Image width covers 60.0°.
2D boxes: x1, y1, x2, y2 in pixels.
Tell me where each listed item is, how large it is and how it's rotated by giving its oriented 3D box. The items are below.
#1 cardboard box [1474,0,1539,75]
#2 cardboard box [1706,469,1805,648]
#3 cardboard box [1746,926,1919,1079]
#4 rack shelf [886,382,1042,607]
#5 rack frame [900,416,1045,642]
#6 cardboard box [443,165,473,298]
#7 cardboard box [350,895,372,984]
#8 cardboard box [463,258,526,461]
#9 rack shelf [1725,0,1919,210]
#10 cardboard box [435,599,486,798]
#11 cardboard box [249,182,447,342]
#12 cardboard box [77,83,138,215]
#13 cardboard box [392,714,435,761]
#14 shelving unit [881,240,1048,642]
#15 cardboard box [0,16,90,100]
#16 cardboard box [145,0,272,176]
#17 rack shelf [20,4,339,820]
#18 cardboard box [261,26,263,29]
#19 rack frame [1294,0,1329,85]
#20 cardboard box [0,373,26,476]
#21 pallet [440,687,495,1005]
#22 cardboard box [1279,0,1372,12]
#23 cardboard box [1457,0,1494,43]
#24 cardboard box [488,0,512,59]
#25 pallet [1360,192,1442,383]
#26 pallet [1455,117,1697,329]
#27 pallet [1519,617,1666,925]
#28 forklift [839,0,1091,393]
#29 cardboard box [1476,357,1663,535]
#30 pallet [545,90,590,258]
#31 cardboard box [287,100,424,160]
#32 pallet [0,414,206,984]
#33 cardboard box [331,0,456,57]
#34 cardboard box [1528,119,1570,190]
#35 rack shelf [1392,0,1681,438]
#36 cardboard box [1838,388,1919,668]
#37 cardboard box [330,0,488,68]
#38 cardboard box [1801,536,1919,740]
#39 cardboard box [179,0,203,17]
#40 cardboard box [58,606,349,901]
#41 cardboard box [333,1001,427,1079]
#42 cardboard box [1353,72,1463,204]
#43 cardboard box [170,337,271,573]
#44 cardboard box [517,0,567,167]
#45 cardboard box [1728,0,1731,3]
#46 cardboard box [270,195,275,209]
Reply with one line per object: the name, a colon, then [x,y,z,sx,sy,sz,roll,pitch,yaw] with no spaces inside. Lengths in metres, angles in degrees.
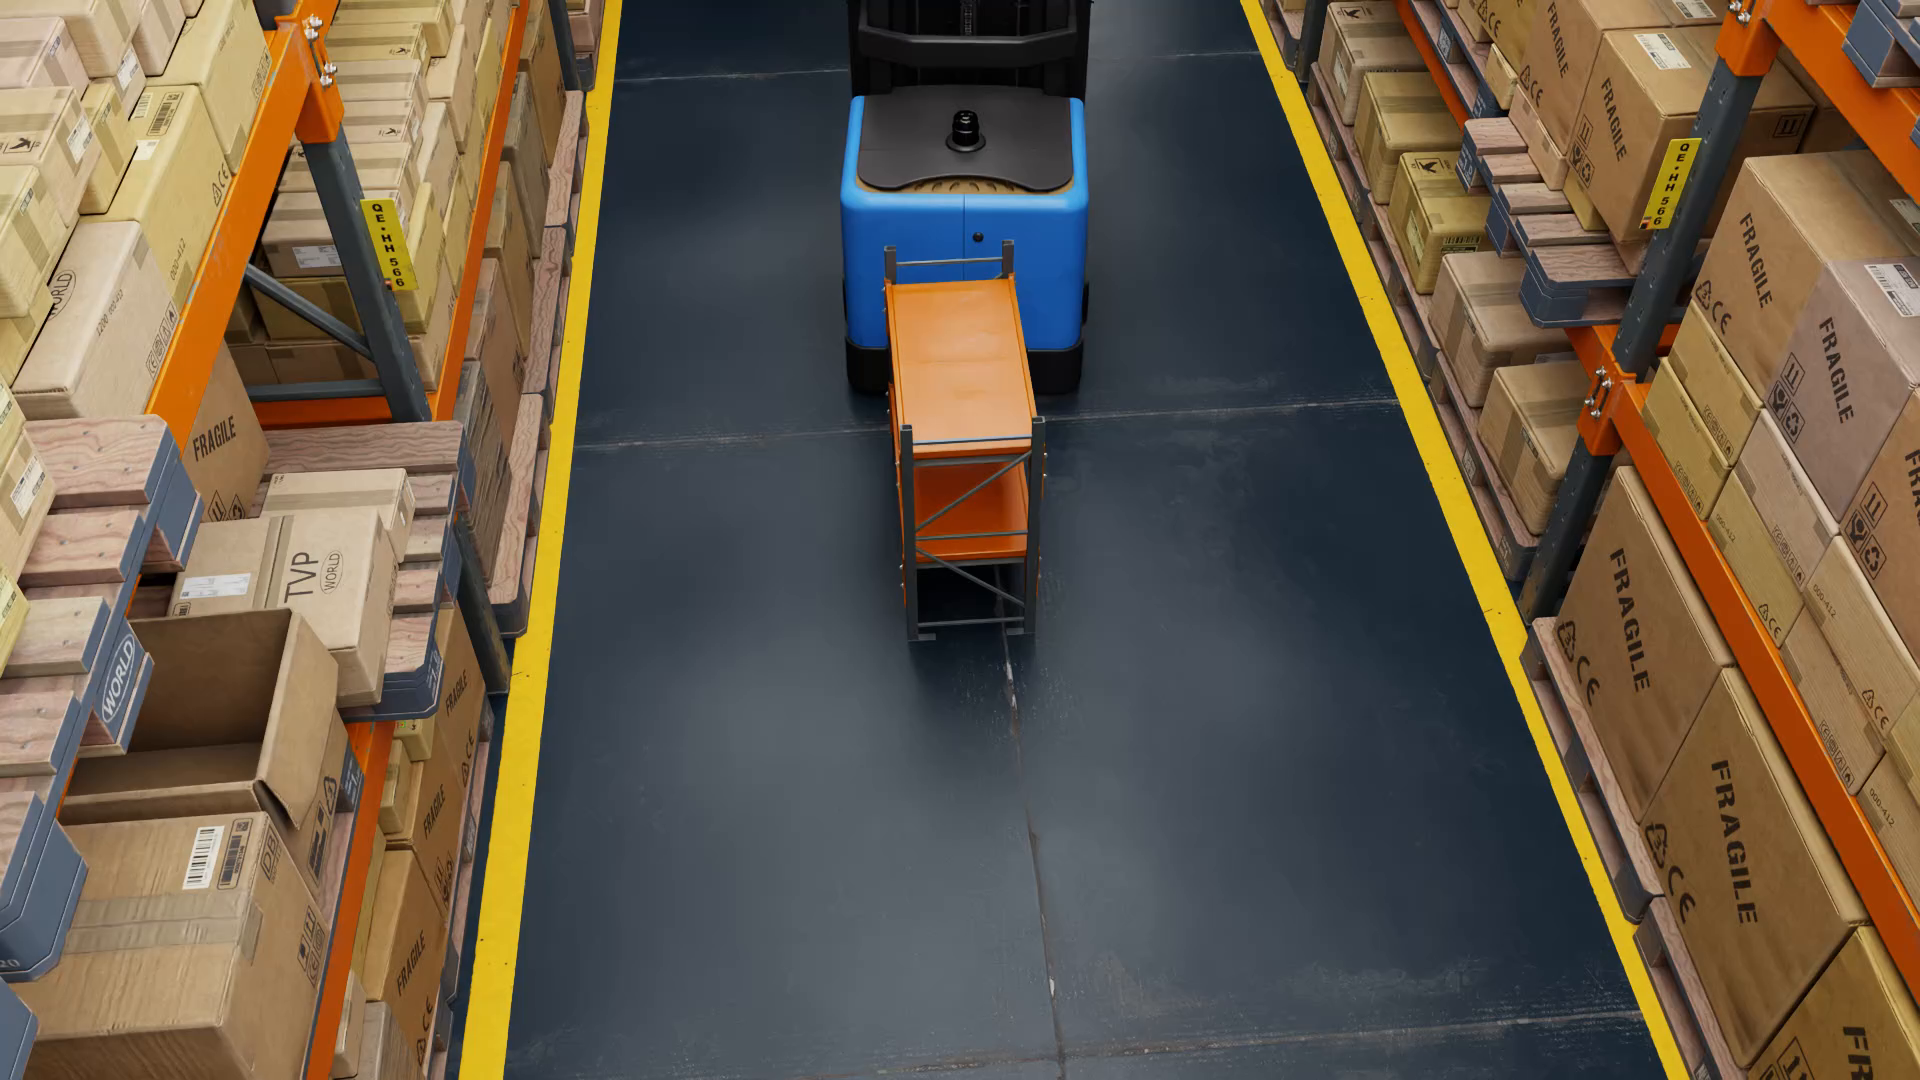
cardboard box: [2.312,-2.092,6.239,0.500,0.500,0.500,-6,47,-6]
cardboard box: [2.575,0.031,4.895,0.500,0.250,0.500,-5,47,-4]
cardboard box: [2.844,1.623,4.458,0.875,0.875,0.875,-2,47,-2]
rack shelf: [0.001,-0.214,6.651,0.538,0.278,1.000,-3,47,-3]
rack frame: [0.043,-0.014,6.125,0.500,1.125,0.032,-3,47,-3]
cardboard box: [-2.052,-1.104,5.970,0.500,0.250,0.500,-4,47,-4]
cardboard box: [-1.898,1.141,4.726,0.380,0.149,0.250,-4,47,-4]
cardboard box: [-2.323,-0.708,6.838,0.875,0.625,0.625,-2,47,-2]
rack shelf: [2.892,-0.097,3.342,1.077,0.370,4.000,-3,47,-3]
cardboard box: [-1.972,0.552,5.730,0.500,0.500,0.500,-2,47,-2]
cardboard box: [-1.990,-0.914,5.445,0.500,0.250,0.500,-4,47,-3]
cardboard box: [-1.889,-0.774,3.316,0.380,0.149,0.250,-3,47,-3]
cardboard box: [-1.874,0.574,5.263,0.380,0.149,0.250,-6,47,-5]
shelving unit: [0.001,-0.382,6.473,0.538,1.125,1.048,-3,47,-3]
cardboard box: [-1.929,-0.872,3.204,0.380,0.149,0.250,-4,47,-4]
cardboard box: [-1.937,-1.079,3.880,0.500,0.250,0.500,-5,47,-5]
rack shelf: [-2.054,0.207,3.054,1.077,0.370,4.000,-3,47,-3]
cardboard box: [-2.683,-1.853,6.060,0.380,0.149,0.250,-4,47,-4]
rack frame: [2.390,-3.654,8.282,1.000,3.000,0.127,-3,47,-3]
cardboard box: [-1.662,-0.141,2.499,0.380,0.149,0.250,-3,47,-3]
pallet: [-2.197,1.045,5.751,1.003,0.211,1.213,-3,47,-3]
cardboard box: [2.072,-3.265,9.517,0.500,0.250,0.500,-2,47,-1]
cardboard box: [2.254,-2.158,6.748,0.380,0.149,0.250,-5,47,-5]
cardboard box: [-2.195,-2.225,7.031,0.500,0.250,0.500,-3,47,-3]
pallet: [2.562,-1.248,7.923,1.003,0.211,1.213,-3,47,-3]
pallet: [2.559,-1.204,6.093,1.213,0.211,1.003,-3,47,-3]
pallet: [2.715,0.773,6.009,1.003,0.211,1.213,-3,47,-3]
forklift: [0.045,-2.719,7.443,1.130,2.935,3.031,1,47,1]
cardboard box: [2.687,-0.411,6.730,0.950,0.372,0.625,-6,47,-6]
pallet: [-2.456,-1.861,8.503,1.003,0.211,1.213,-3,47,-3]
cardboard box: [-2.025,-1.339,5.573,0.380,0.149,0.250,-2,47,-2]
pallet: [-1.961,0.245,2.652,1.213,0.211,1.003,-3,47,-3]
cardboard box: [-2.073,-1.895,6.100,0.380,0.149,0.250,-3,47,-2]
cardboard box: [2.302,-1.410,6.040,0.380,0.149,0.250,-4,47,-4]
rack shelf: [2.557,-1.960,7.172,1.077,0.370,4.000,-3,47,-3]
cardboard box: [2.601,-0.033,4.095,0.500,0.500,0.500,-2,47,-2]
cardboard box: [-2.150,-2.022,6.495,0.500,0.250,0.500,-3,47,-3]
cardboard box: [2.592,0.236,4.356,0.500,0.250,0.500,-4,47,-3]
cardboard box: [-1.952,-1.331,3.844,0.380,0.149,0.250,-3,47,-2]
cardboard box: [-1.901,0.534,3.955,0.797,0.503,0.637,-4,47,-4]
cardboard box: [-1.832,1.668,4.673,0.500,0.500,0.500,-5,47,-5]
cardboard box: [2.500,-1.996,8.232,0.950,0.372,0.625,-1,47,-1]
cardboard box: [-2.334,-0.253,4.702,0.500,0.500,0.500,-2,47,-1]
cardboard box: [-2.501,-2.301,8.346,0.875,0.625,0.625,-2,47,-2]
cardboard box: [2.867,-1.758,5.922,0.500,0.500,0.500,-1,47,-1]
cardboard box: [-2.581,-1.254,5.767,0.500,0.250,0.500,-3,47,-3]
